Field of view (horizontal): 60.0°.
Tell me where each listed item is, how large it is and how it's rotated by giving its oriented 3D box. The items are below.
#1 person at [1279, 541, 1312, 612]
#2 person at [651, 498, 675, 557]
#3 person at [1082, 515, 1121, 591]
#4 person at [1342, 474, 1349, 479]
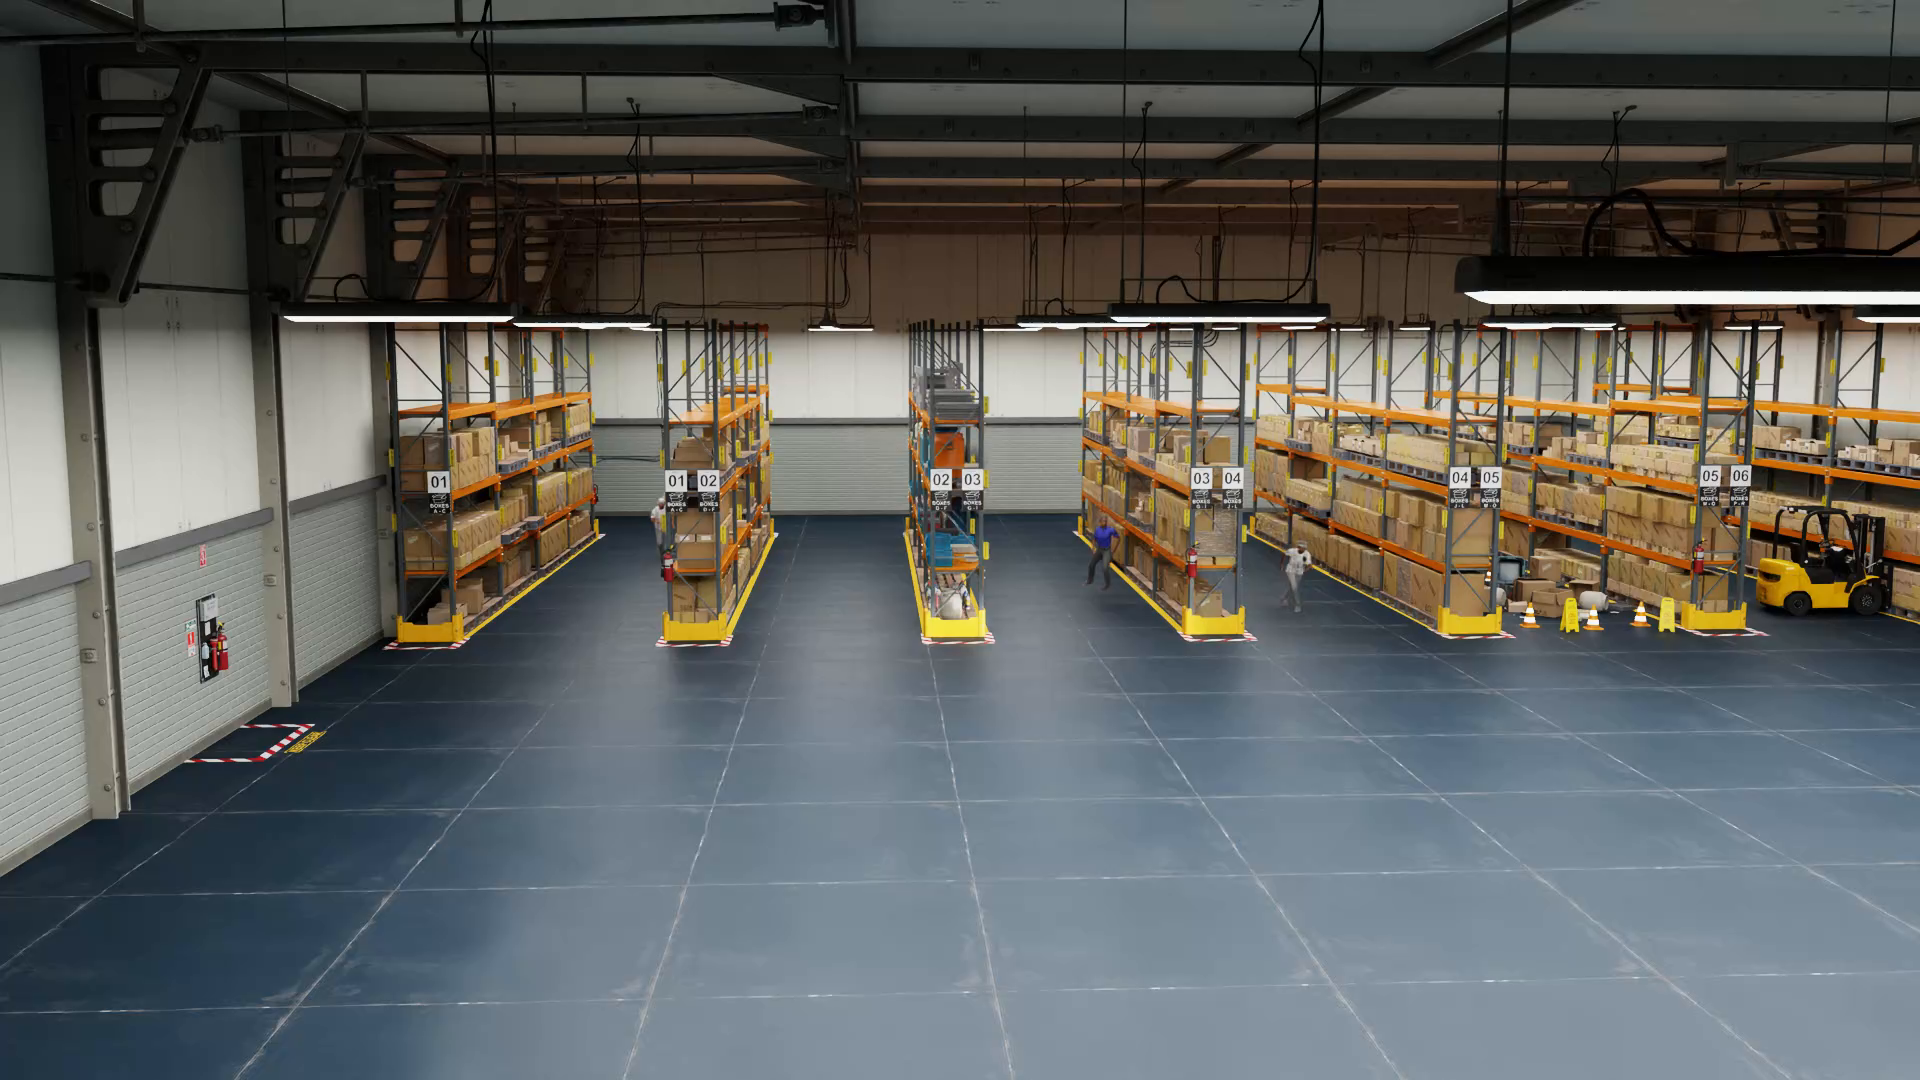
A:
[{"bbox_3d":[6.963,0.709,34.565,0.580,1.488,1.048,-1,7,-8],"label":"person"},{"bbox_3d":[-7.619,-0.314,42.666,0.611,1.556,0.824,-1,7,-12],"label":"person"},{"bbox_3d":[2.995,0.268,35.705,0.870,1.626,0.452,5,9,37],"label":"person"},{"bbox_3d":[11.356,-1.153,49.076,0.888,1.592,0.541,-1,7,-8],"label":"person"}]
